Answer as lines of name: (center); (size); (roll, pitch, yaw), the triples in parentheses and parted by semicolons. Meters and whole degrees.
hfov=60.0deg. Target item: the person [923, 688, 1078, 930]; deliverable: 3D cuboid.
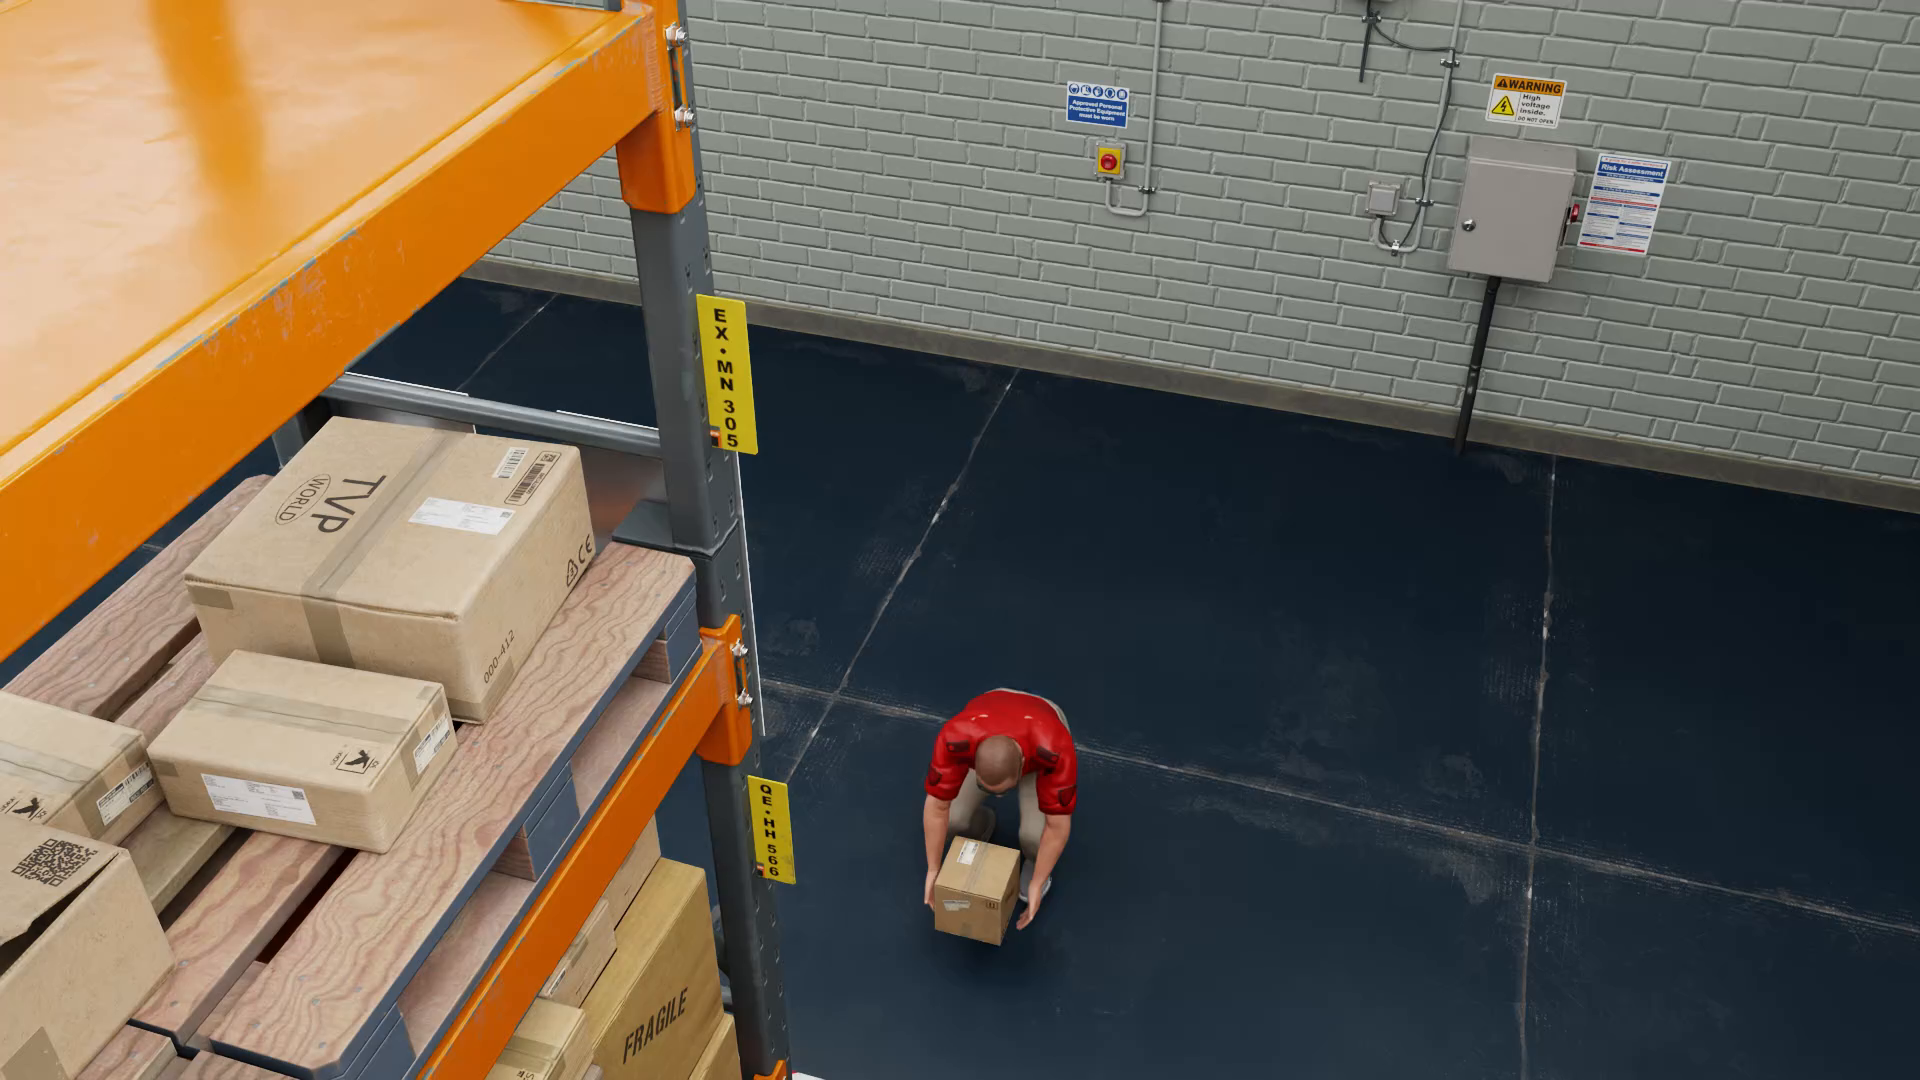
person: (0.187, 0.933, 6.243); (0.573, 1.034, 0.856); (11, 38, 14)
